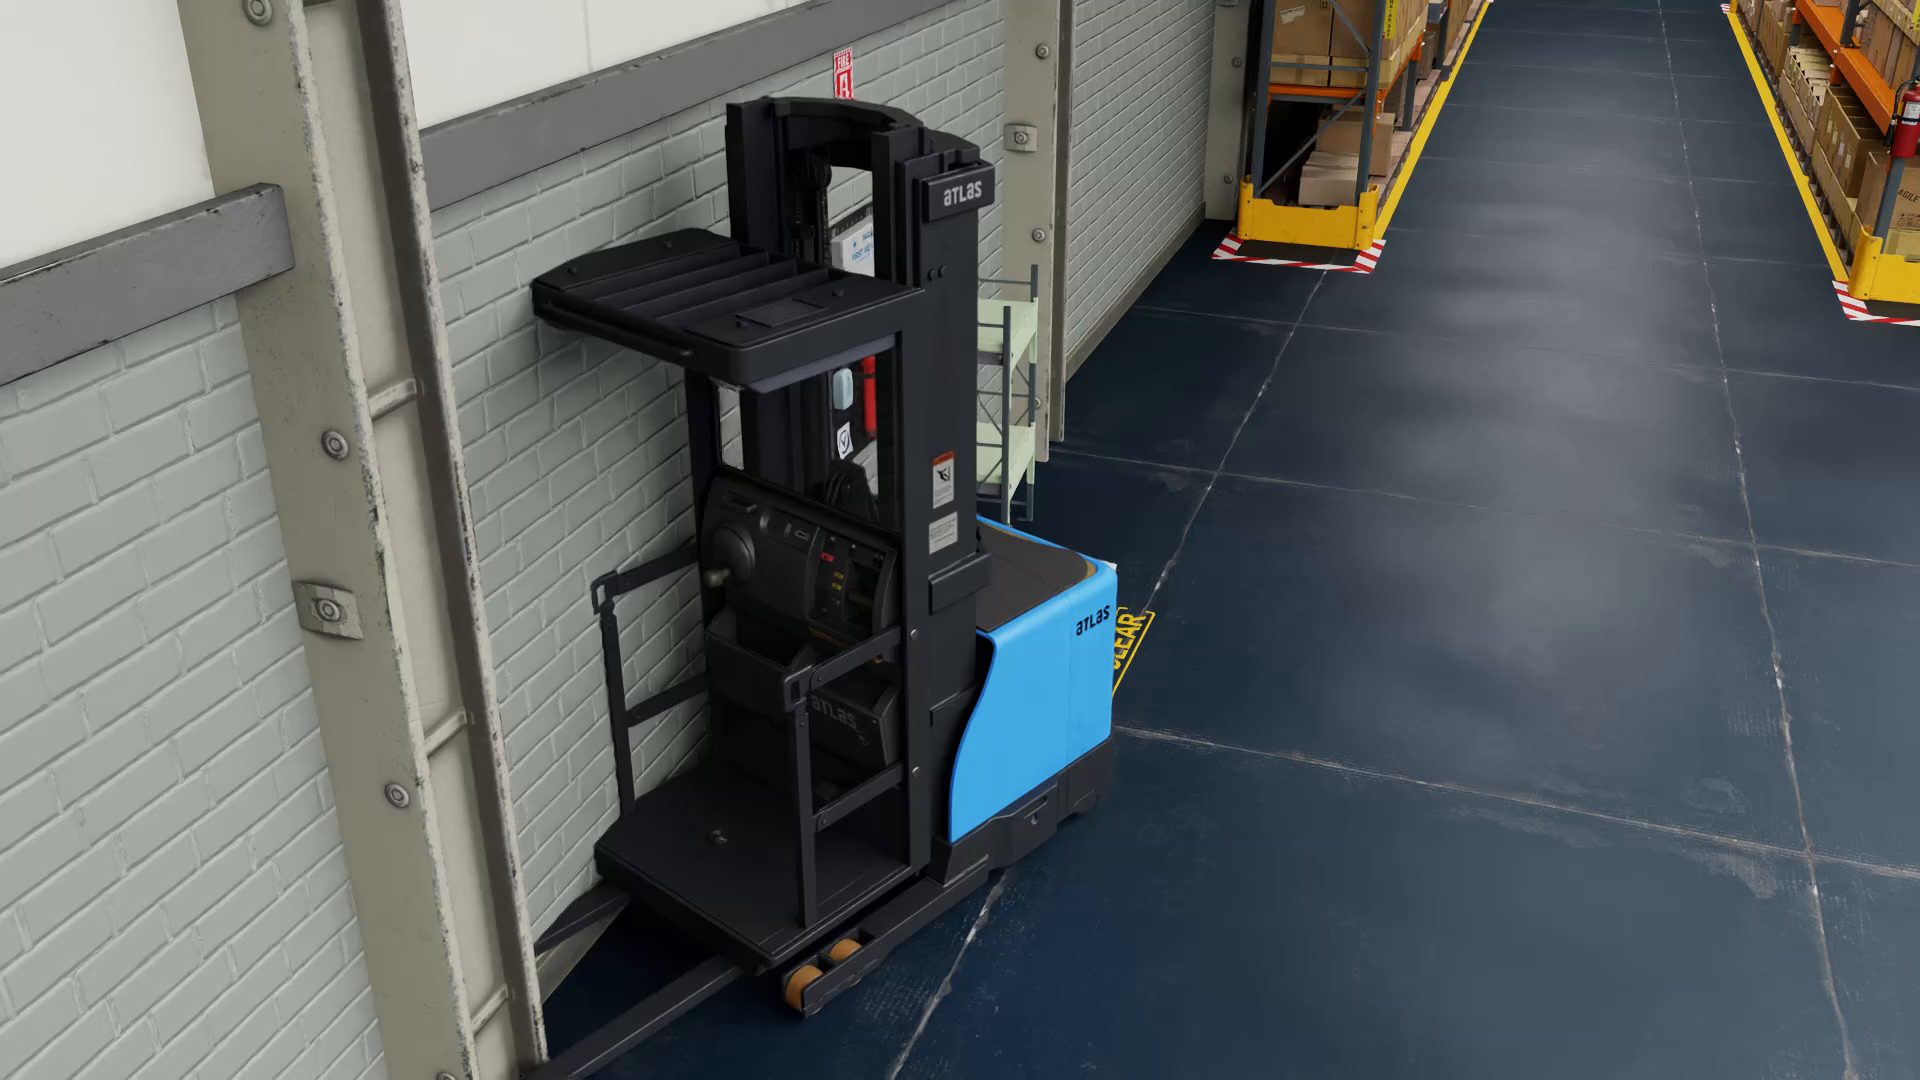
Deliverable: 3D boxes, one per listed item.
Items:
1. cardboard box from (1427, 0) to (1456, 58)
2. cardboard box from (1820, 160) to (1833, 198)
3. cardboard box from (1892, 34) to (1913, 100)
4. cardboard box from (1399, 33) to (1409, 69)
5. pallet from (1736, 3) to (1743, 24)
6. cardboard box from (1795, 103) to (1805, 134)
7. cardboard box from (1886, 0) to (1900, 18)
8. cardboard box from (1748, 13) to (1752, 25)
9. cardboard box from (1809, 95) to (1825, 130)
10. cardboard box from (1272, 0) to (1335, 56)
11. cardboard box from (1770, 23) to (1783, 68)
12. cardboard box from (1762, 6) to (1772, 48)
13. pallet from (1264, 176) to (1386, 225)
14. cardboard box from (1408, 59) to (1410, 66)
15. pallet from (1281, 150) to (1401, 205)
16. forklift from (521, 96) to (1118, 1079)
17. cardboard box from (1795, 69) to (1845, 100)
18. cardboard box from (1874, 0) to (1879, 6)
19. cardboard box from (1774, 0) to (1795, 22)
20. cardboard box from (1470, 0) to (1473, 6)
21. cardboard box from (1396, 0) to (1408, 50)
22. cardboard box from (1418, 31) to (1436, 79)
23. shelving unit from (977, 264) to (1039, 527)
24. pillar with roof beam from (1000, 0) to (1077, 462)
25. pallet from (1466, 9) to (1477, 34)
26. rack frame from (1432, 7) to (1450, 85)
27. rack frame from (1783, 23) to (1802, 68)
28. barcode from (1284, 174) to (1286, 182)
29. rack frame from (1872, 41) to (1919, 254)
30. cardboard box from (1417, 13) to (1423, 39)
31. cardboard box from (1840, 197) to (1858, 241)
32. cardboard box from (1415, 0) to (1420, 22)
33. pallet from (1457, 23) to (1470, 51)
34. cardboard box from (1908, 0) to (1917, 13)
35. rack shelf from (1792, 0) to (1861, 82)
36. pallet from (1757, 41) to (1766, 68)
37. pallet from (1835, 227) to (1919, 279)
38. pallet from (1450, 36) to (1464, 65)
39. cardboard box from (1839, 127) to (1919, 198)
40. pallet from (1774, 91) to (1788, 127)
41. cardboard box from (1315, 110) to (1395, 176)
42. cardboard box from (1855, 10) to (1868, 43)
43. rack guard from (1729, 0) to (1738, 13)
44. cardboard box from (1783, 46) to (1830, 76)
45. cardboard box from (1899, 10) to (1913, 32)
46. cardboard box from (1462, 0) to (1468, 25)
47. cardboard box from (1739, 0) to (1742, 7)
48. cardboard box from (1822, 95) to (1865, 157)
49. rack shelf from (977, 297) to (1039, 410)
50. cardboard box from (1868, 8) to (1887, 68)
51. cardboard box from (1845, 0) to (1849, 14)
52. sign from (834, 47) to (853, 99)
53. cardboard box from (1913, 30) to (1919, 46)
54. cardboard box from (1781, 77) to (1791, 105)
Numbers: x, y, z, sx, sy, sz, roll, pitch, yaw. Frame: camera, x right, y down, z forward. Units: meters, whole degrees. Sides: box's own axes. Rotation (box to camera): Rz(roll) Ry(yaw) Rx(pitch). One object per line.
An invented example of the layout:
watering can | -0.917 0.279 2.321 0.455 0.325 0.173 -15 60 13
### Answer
cardboard box | 6.060 -6.778 21.793 0.750 0.750 0.750 8 27 17
cardboard box | 8.251 -3.309 15.315 0.500 0.250 0.500 9 27 17
cardboard box | 8.211 -3.924 13.798 0.700 0.500 0.500 9 27 18
cardboard box | 3.826 -4.506 15.264 0.500 0.250 0.500 8 27 17
pallet | 12.737 -8.230 26.007 1.003 0.211 1.213 9 27 17
cardboard box | 9.238 -4.495 17.765 0.500 0.250 0.500 9 27 19
cardboard box | 8.336 -4.638 14.527 0.380 0.149 0.250 8 27 16
cardboard box | 11.686 -7.554 24.176 0.380 0.149 0.250 9 27 17
cardboard box | 8.898 -4.325 16.771 0.500 0.311 0.500 9 27 17
cardboard box | 2.986 -4.490 14.370 0.500 0.500 0.500 8 27 17
cardboard box | 10.627 -6.261 21.103 0.500 0.500 0.500 8 27 16
cardboard box | 11.138 -6.890 22.401 0.500 0.500 0.500 9 27 18
pallet | 3.359 -3.091 15.392 1.003 0.211 1.213 9 27 17
cardboard box | 4.923 -5.431 19.389 0.700 0.500 0.500 9 27 18
pallet | 3.766 -3.591 16.424 1.003 0.211 1.213 9 27 17
forklift | -0.715 0.092 5.697 1.130 2.935 3.031 21 33 37
cardboard box | 9.404 -4.951 18.062 0.500 0.311 0.500 8 27 17
cardboard box | 8.594 -4.958 15.190 0.380 0.149 0.250 8 27 16
cardboard box | 10.806 -6.831 21.419 0.500 0.250 0.500 8 27 16
cardboard box | 7.712 -8.691 26.144 0.700 0.500 0.500 9 27 19
cardboard box | 3.646 -4.620 14.638 0.500 0.500 0.500 9 27 18
cardboard box | 5.502 -6.043 20.653 0.700 0.500 0.500 9 27 18
shelving unit | 0.136 -0.647 8.866 0.431 1.500 0.755 6 26 12
pillar with roof beam | 4.510 -4.010 7.205 9.100 9.000 0.400 9 27 17
pallet | 7.350 -7.964 25.456 1.003 0.211 1.213 9 27 17
rack frame | 5.692 -7.274 20.831 1.000 3.000 0.127 9 27 17
rack frame | 10.365 -6.557 19.351 1.000 3.000 0.127 9 27 17
barcode | 2.974 -3.315 15.225 0.001 0.075 0.075 9 27 17
rack frame | 7.702 -3.269 12.561 1.000 3.000 0.127 9 27 17
cardboard box | 4.315 -5.129 16.551 0.500 0.250 0.500 9 27 18
cardboard box | 7.757 -2.691 14.040 0.500 0.250 0.500 9 27 17
cardboard box | 4.157 -5.259 15.958 0.500 0.500 0.500 8 27 16
pallet | 6.837 -7.335 24.156 1.003 0.211 1.213 9 27 17
cardboard box | 8.224 -4.534 13.569 0.700 0.500 0.500 9 27 18
rack shelf | 9.699 -5.411 17.810 1.077 0.370 4.000 9 27 17
pallet | 11.461 -6.606 22.652 1.003 0.211 1.213 9 27 17
pallet | 7.917 -2.335 13.830 1.003 0.211 1.213 9 27 17
pallet | 6.433 -6.832 23.117 1.003 0.211 1.213 9 27 17
cardboard box | 7.919 -3.235 14.302 0.500 0.500 0.500 9 27 17
pallet | 10.054 -4.969 19.271 1.003 0.211 1.213 9 27 17
cardboard box | 3.826 -3.859 16.142 0.700 0.500 0.500 7 27 14
cardboard box | 9.156 -5.054 16.419 0.500 0.250 0.500 11 28 21
rack guard | 13.001 -8.688 26.621 1.175 0.500 0.348 9 27 17
cardboard box | 9.913 -5.588 19.380 0.500 0.311 0.500 10 27 19
cardboard box | 8.079 -4.323 13.878 0.380 0.149 0.250 10 27 19
cardboard box | 6.929 -7.853 24.013 0.750 0.750 0.750 9 27 18
cardboard box | 12.412 -8.417 25.843 0.500 0.250 0.500 9 27 17
cardboard box | 8.425 -3.850 15.573 0.500 0.500 0.500 9 27 17
rack shelf | 0.136 -0.999 8.696 0.431 0.370 0.720 6 26 12
cardboard box | 8.722 -4.557 15.106 0.700 0.500 0.500 8 27 17
cardboard box | 9.646 -5.694 17.453 0.500 0.500 0.500 9 27 18
sign | -0.505 -1.978 7.234 0.001 0.298 0.199 9 27 17
cardboard box | 7.821 -4.004 13.218 0.380 0.149 0.250 8 27 17
cardboard box | 9.747 -5.129 19.075 0.500 0.250 0.500 8 27 16
